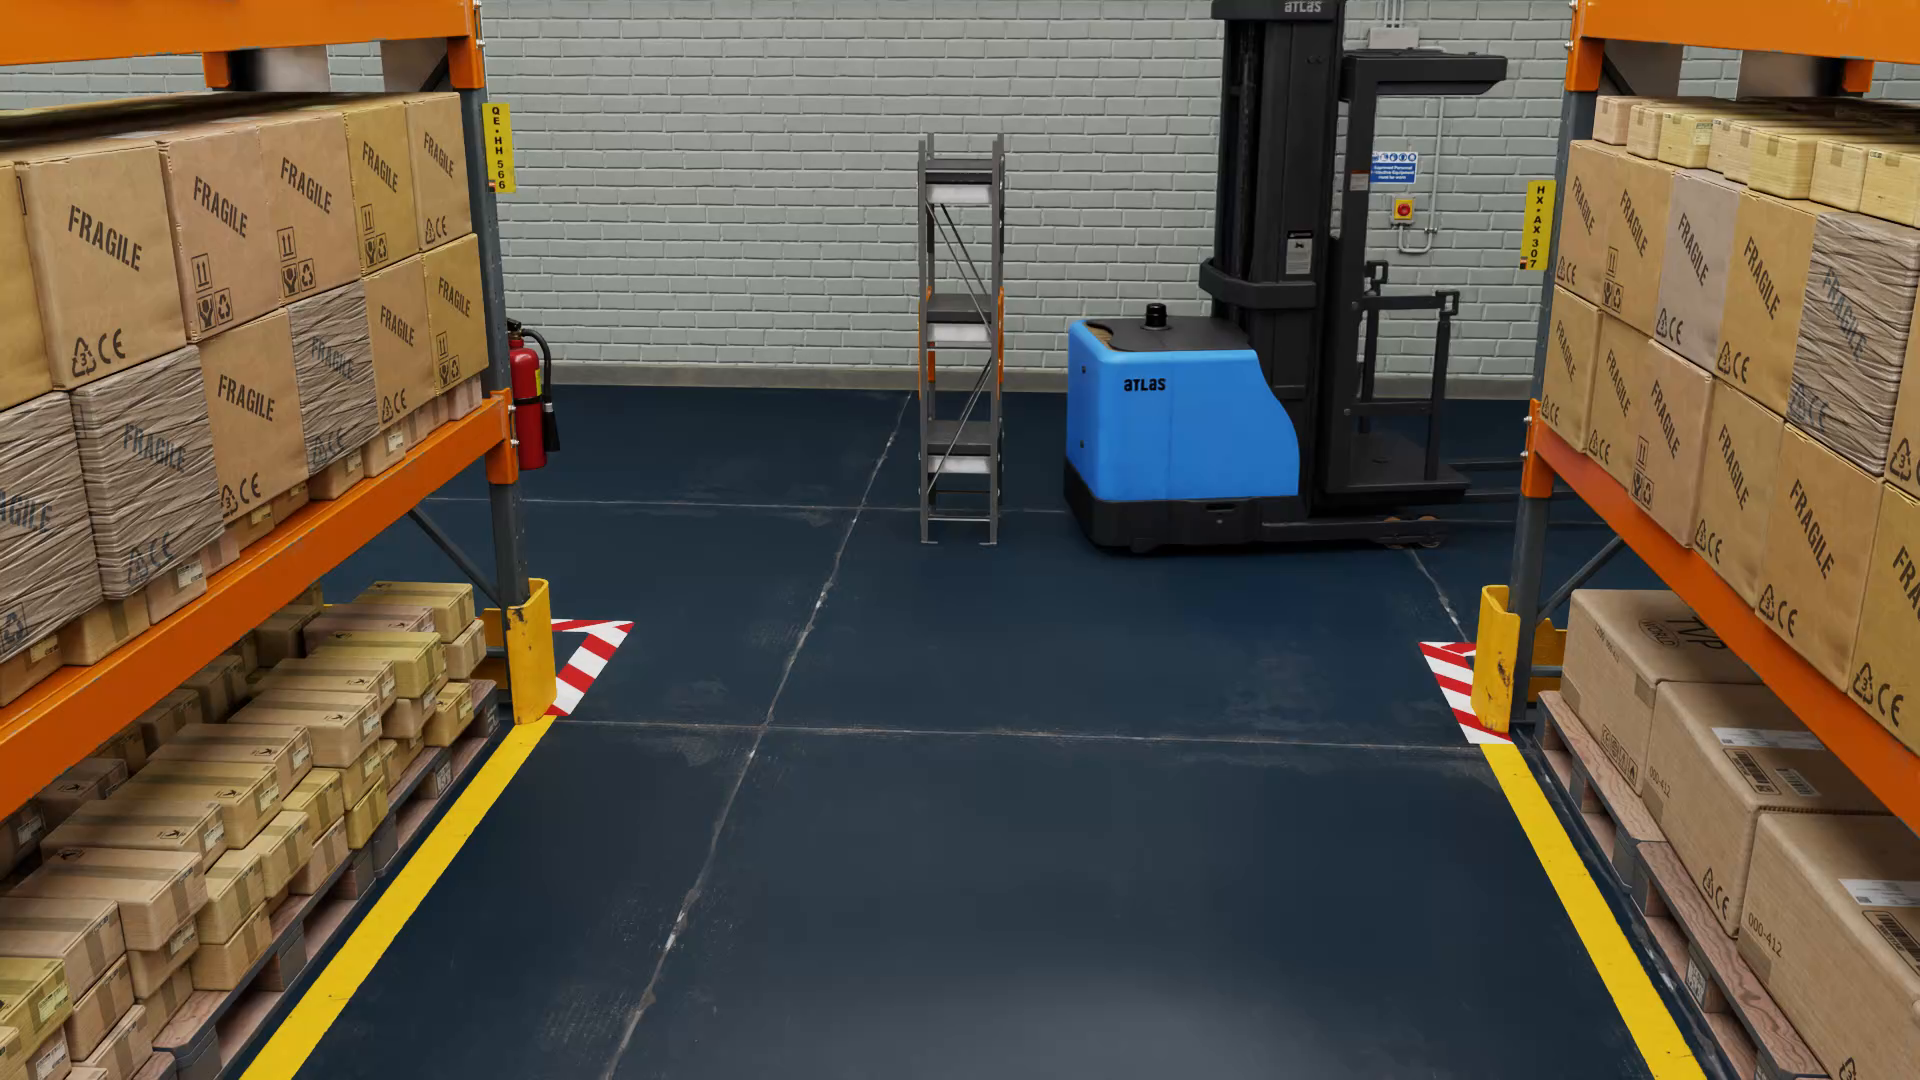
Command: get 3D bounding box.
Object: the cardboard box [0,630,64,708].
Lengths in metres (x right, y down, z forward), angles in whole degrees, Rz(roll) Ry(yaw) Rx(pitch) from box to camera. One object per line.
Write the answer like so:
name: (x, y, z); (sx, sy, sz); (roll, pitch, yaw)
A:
cardboard box: (-2.268, 0.257, 3.724); (0.380, 0.149, 0.250); (0, 18, 1)

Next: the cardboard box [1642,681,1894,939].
cardboard box: (2.675, 0.815, 5.059); (0.875, 0.438, 0.875); (2, 18, 5)

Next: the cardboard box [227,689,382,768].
cardboard box: (-2.063, 0.592, 5.246); (0.380, 0.149, 0.250); (2, 18, 6)

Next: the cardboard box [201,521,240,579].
cardboard box: (-2.186, 0.013, 4.470); (0.380, 0.149, 0.250); (2, 18, 6)

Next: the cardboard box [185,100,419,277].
cardboard box: (-2.086, -1.133, 5.319); (0.500, 0.500, 0.500); (1, 18, 2)

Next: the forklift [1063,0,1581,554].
forklift: (2.143, -1.505, 8.810); (3.031, 2.935, 1.130); (-2, 18, -7)

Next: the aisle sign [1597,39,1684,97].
aisle sign: (2.396, -1.959, 5.909); (0.394, 0.787, 0.004); (1, 18, 4)

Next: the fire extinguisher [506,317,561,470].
fire extinguisher: (-1.786, -0.628, 6.745); (0.296, 0.674, 0.183); (1, 18, 4)

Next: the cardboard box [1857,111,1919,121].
cardboard box: (2.866, -1.171, 4.871); (0.380, 0.149, 0.250); (2, 18, 5)

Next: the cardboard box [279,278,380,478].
cardboard box: (-2.109, -0.500, 4.993); (0.500, 0.500, 0.500); (1, 18, 4)

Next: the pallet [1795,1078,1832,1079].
pallet: (2.526, 1.638, 3.584); (1.003, 0.211, 1.213); (1, 18, 4)

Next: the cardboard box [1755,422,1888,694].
cardboard box: (2.224, 0.034, 3.841); (0.500, 0.500, 0.500); (1, 18, 3)

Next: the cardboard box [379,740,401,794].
cardboard box: (-2.122, 0.789, 5.602); (0.380, 0.149, 0.250); (1, 18, 4)

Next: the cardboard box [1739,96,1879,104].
cardboard box: (2.854, -1.410, 5.600); (0.380, 0.149, 0.250); (2, 18, 5)

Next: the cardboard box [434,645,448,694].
cardboard box: (-2.090, 0.490, 6.036); (0.380, 0.149, 0.250); (1, 18, 3)

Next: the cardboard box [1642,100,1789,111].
cardboard box: (2.430, -1.339, 5.383); (0.380, 0.149, 0.250); (2, 18, 5)

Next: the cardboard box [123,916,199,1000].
cardboard box: (-2.231, 1.051, 4.324); (0.380, 0.149, 0.250); (2, 18, 6)

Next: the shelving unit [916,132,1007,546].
shelving unit: (0.012, -1.049, 8.753); (0.431, 2.100, 0.503); (1, 18, 4)

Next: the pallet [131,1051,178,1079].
pallet: (-2.539, 1.584, 3.749); (1.003, 0.211, 1.213); (1, 18, 4)

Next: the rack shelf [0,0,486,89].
rack shelf: (-2.408, -1.236, 4.216); (1.077, 0.370, 4.000); (1, 18, 4)

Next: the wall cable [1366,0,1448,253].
wall cable: (3.061, -2.944, 11.409); (0.585, 1.953, 0.123); (1, 18, 4)

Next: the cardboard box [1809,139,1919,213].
cardboard box: (2.255, -0.858, 3.917); (0.380, 0.149, 0.250); (1, 18, 4)

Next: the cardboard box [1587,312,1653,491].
cardboard box: (2.350, -0.442, 5.293); (0.500, 0.500, 0.500); (1, 18, 3)

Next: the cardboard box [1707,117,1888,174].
cardboard box: (2.330, -1.095, 4.641); (0.380, 0.149, 0.250); (1, 18, 4)

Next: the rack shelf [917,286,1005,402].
rack shelf: (0.012, -1.036, 8.757); (0.431, 0.518, 0.480); (1, 18, 4)

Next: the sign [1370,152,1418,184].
sign: (3.017, -2.595, 11.591); (0.327, 0.218, 0.001); (1, 18, 4)

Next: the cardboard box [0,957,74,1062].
cardboard box: (-2.272, 1.075, 3.774); (0.380, 0.149, 0.250); (1, 18, 3)

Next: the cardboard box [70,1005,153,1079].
cardboard box: (-2.252, 1.277, 4.113); (0.380, 0.149, 0.250); (1, 18, 3)

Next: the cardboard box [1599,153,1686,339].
cardboard box: (2.331, -0.914, 5.129); (0.500, 0.500, 0.500); (1, 18, 2)

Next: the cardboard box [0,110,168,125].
cardboard box: (-2.651, -0.986, 4.872); (0.500, 0.500, 0.500); (1, 18, 3)

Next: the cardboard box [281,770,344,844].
cardboard box: (-2.115, 0.812, 5.054); (0.380, 0.149, 0.250); (2, 18, 7)

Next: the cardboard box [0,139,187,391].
cardboard box: (-2.187, -0.647, 3.837); (0.500, 0.500, 0.500); (2, 18, 5)

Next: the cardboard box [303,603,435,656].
cardboard box: (-2.125, 0.346, 6.000); (0.380, 0.149, 0.250); (2, 18, 5)

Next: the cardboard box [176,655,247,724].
cardboard box: (-2.622, 0.496, 5.539); (0.380, 0.149, 0.250); (0, 18, 1)

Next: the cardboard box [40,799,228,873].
cardboard box: (-2.240, 0.830, 4.523); (0.380, 0.149, 0.250); (1, 18, 2)

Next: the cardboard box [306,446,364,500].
cardboard box: (-2.108, -0.231, 5.215); (0.380, 0.149, 0.250); (0, 18, 1)

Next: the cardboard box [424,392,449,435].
cardboard box: (-2.062, -0.470, 5.945); (0.380, 0.149, 0.250); (1, 18, 4)

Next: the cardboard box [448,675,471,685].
cardboard box: (-2.095, 0.550, 6.333); (0.380, 0.149, 0.250); (2, 18, 5)

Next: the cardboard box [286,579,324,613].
cardboard box: (-2.641, 0.254, 6.280); (0.380, 0.149, 0.250); (0, 18, 1)

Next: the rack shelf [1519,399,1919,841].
rack shelf: (2.536, 0.268, 4.442); (1.077, 0.370, 4.000); (1, 18, 4)

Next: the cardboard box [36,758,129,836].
cardboard box: (-2.638, 0.743, 4.786); (0.380, 0.149, 0.250); (1, 18, 4)

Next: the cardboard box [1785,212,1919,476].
cardboard box: (2.223, -0.443, 3.693); (0.500, 0.500, 0.500); (2, 18, 5)

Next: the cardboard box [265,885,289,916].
cardboard box: (-2.210, 1.031, 4.864); (0.380, 0.149, 0.250); (2, 18, 5)

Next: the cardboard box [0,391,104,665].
cardboard box: (-2.236, -0.022, 3.536); (0.500, 0.500, 0.500); (1, 18, 4)

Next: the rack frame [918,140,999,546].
rack frame: (-0.006, -0.973, 8.522); (0.400, 2.100, 0.015); (1, 18, 4)
